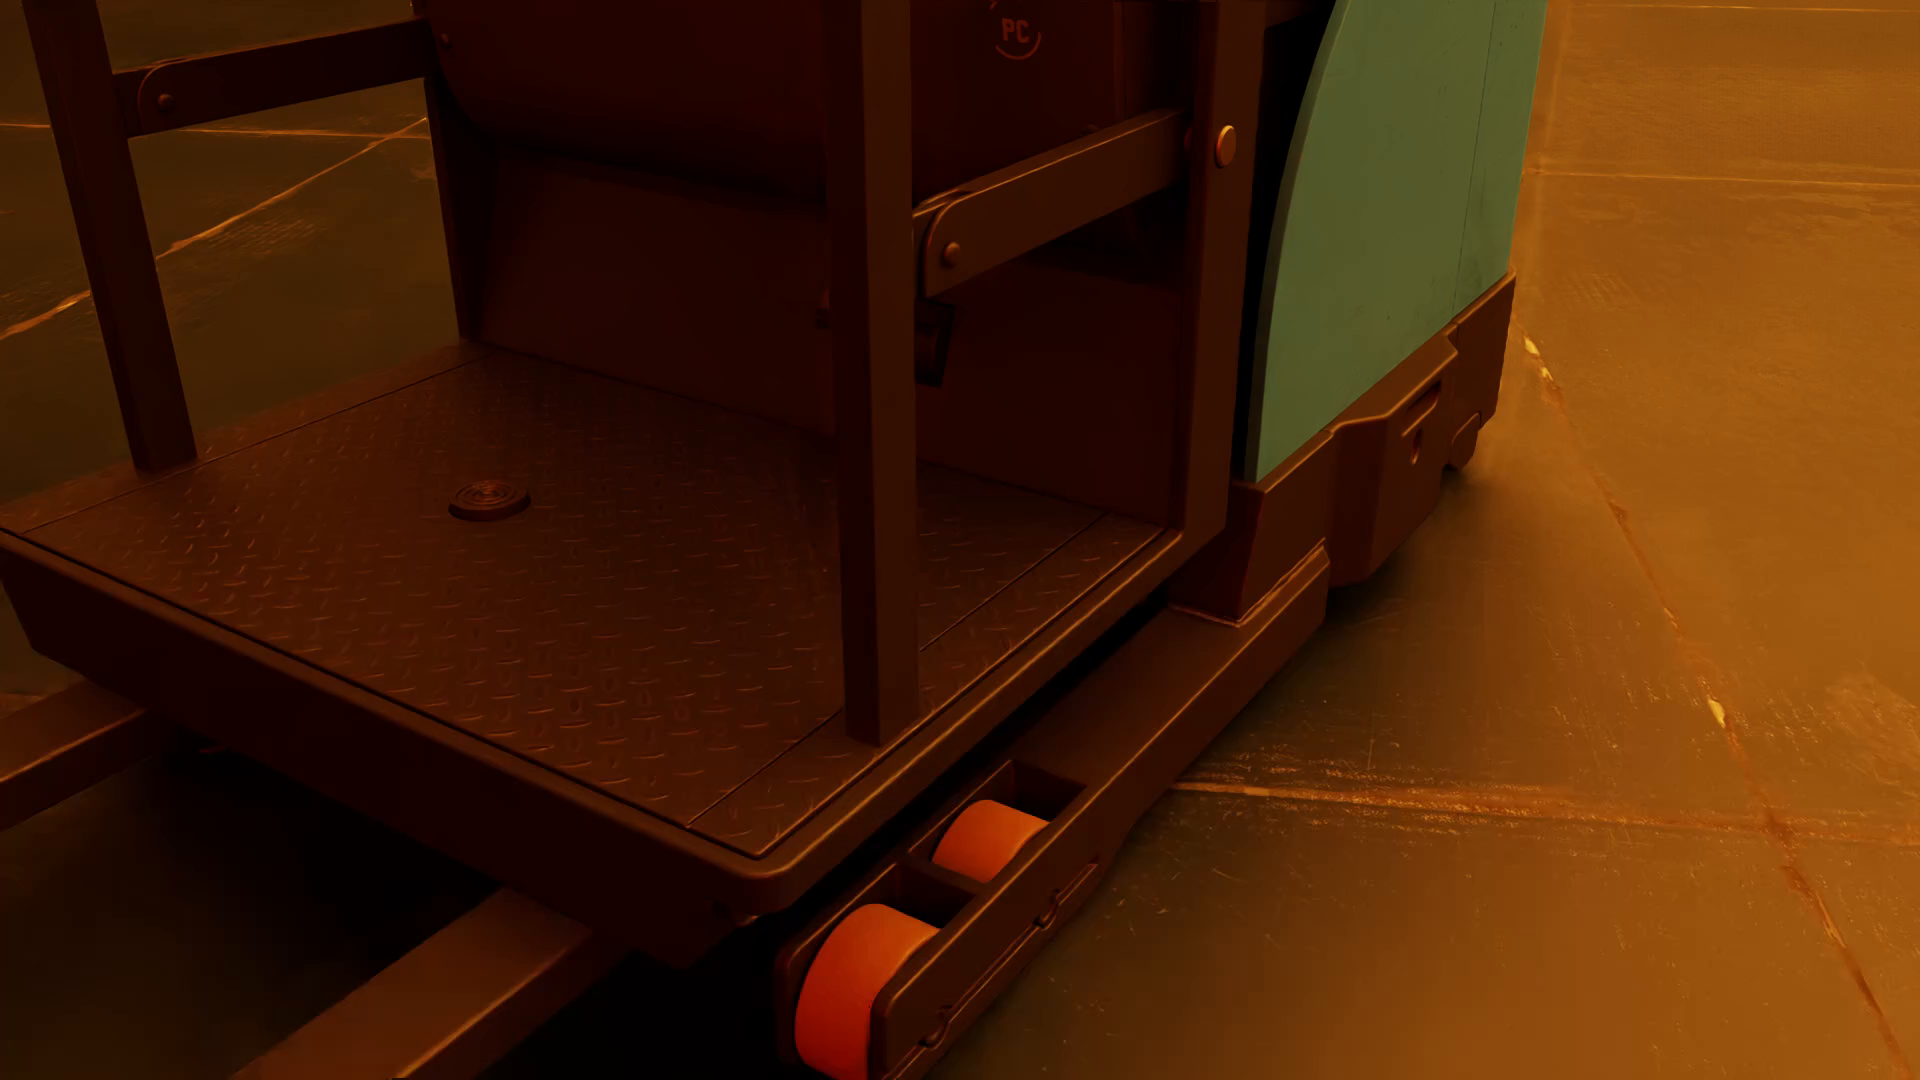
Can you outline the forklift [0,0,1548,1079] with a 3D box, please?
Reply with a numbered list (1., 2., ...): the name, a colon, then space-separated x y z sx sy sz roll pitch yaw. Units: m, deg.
1. forklift: -0.333 -1.053 1.328 1.130 2.935 3.031 16 31 29
